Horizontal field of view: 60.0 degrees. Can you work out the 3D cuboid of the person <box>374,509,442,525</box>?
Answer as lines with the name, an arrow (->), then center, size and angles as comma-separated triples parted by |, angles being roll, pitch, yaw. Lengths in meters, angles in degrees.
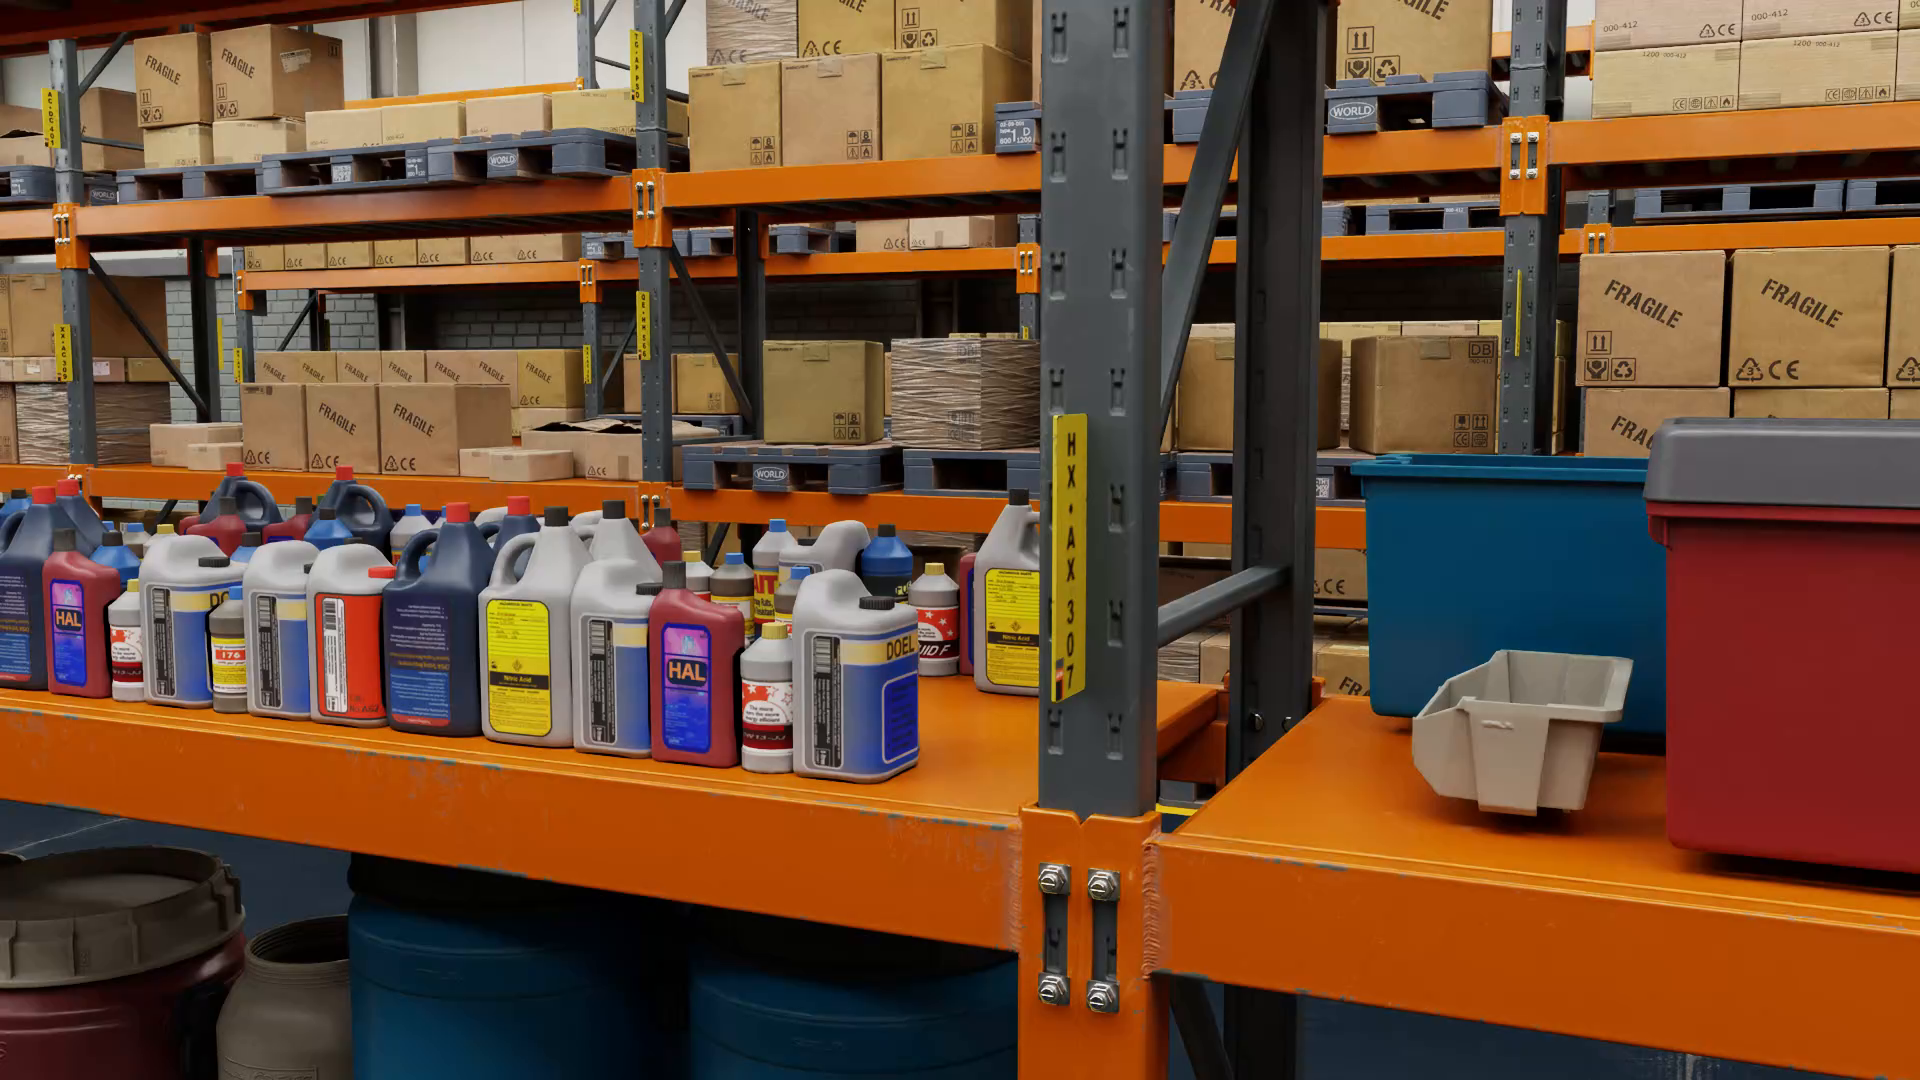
person -> -3.864, -0.136, 11.703 | 0.965, 1.598, 0.496 | 2, 6, 22
